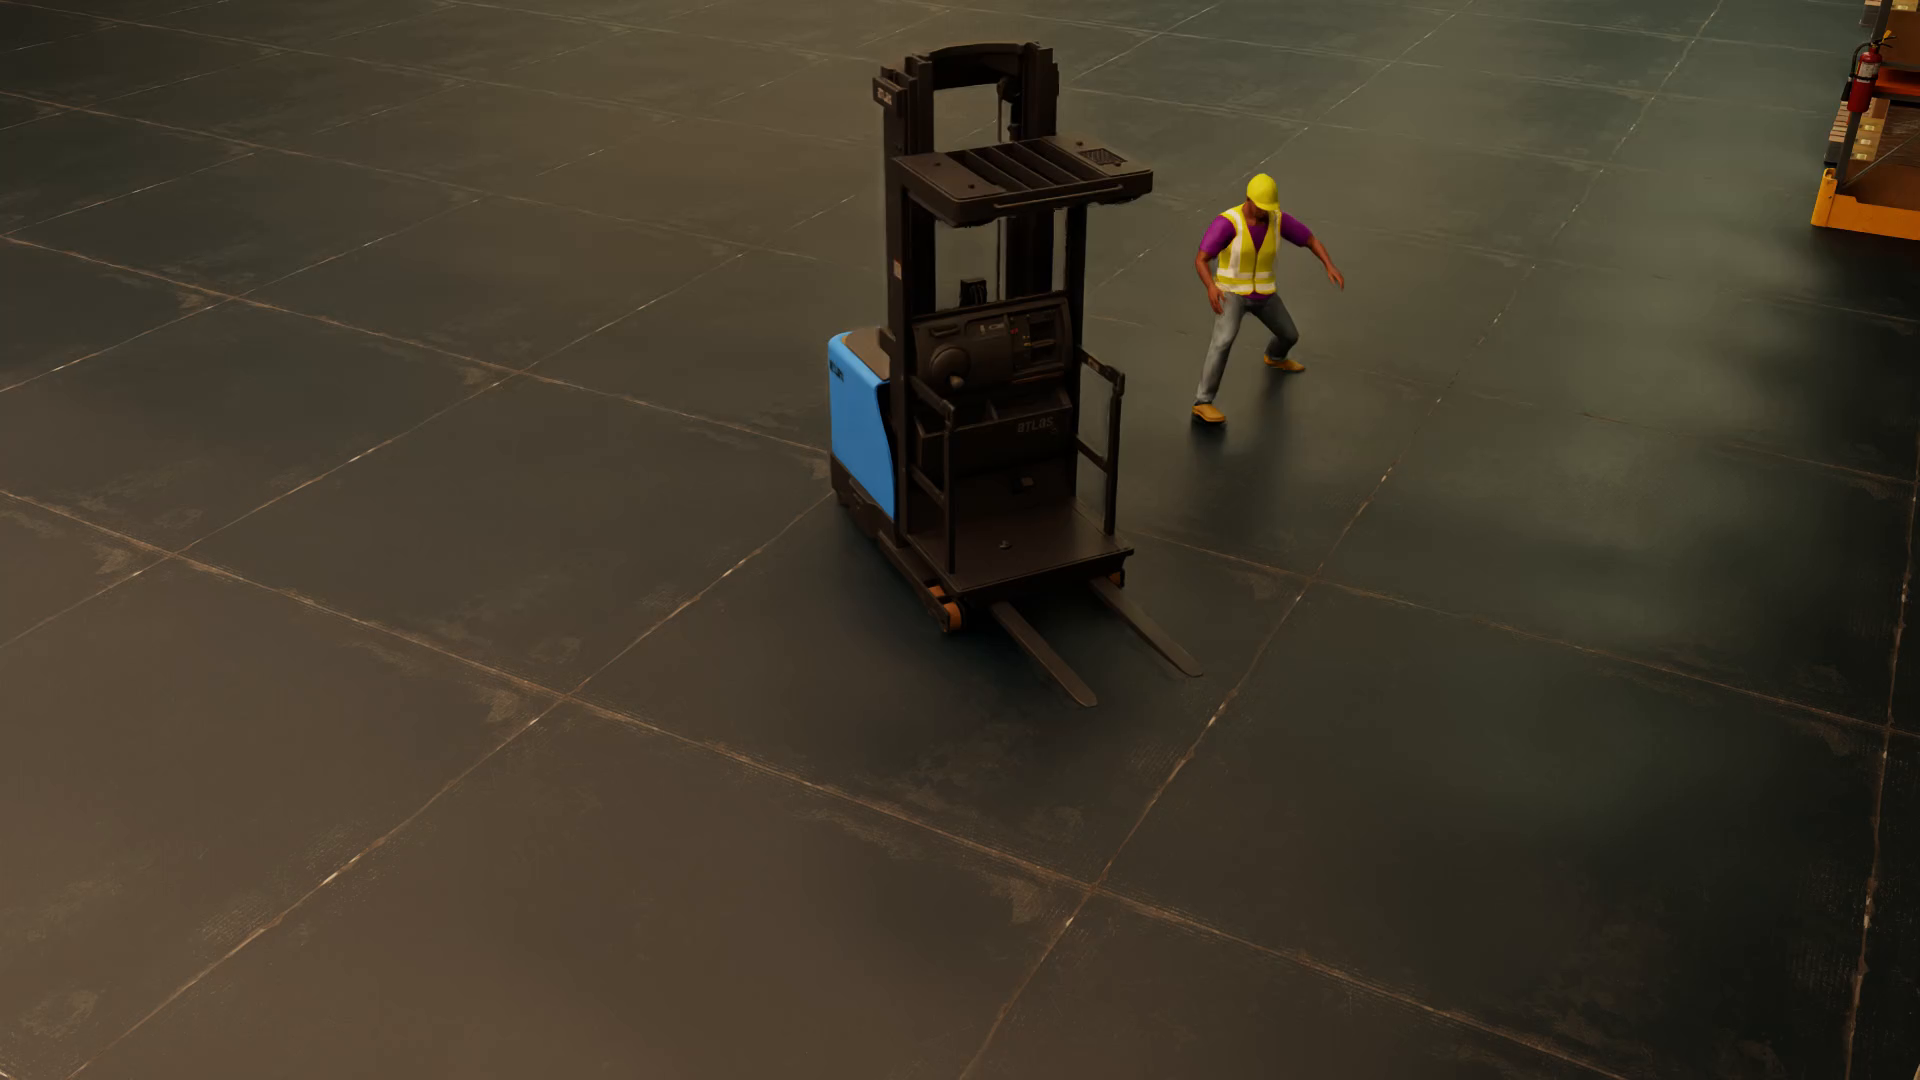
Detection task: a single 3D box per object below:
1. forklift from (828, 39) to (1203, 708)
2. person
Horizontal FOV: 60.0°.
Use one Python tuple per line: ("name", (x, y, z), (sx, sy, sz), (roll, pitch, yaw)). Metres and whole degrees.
("forklift", (0.277, -1.011, 8.822), (1.130, 2.935, 3.031), (-13, 33, -22))
("person", (2.075, -1.708, 11.418), (1.069, 1.600, 0.980), (-7, 31, -12))
